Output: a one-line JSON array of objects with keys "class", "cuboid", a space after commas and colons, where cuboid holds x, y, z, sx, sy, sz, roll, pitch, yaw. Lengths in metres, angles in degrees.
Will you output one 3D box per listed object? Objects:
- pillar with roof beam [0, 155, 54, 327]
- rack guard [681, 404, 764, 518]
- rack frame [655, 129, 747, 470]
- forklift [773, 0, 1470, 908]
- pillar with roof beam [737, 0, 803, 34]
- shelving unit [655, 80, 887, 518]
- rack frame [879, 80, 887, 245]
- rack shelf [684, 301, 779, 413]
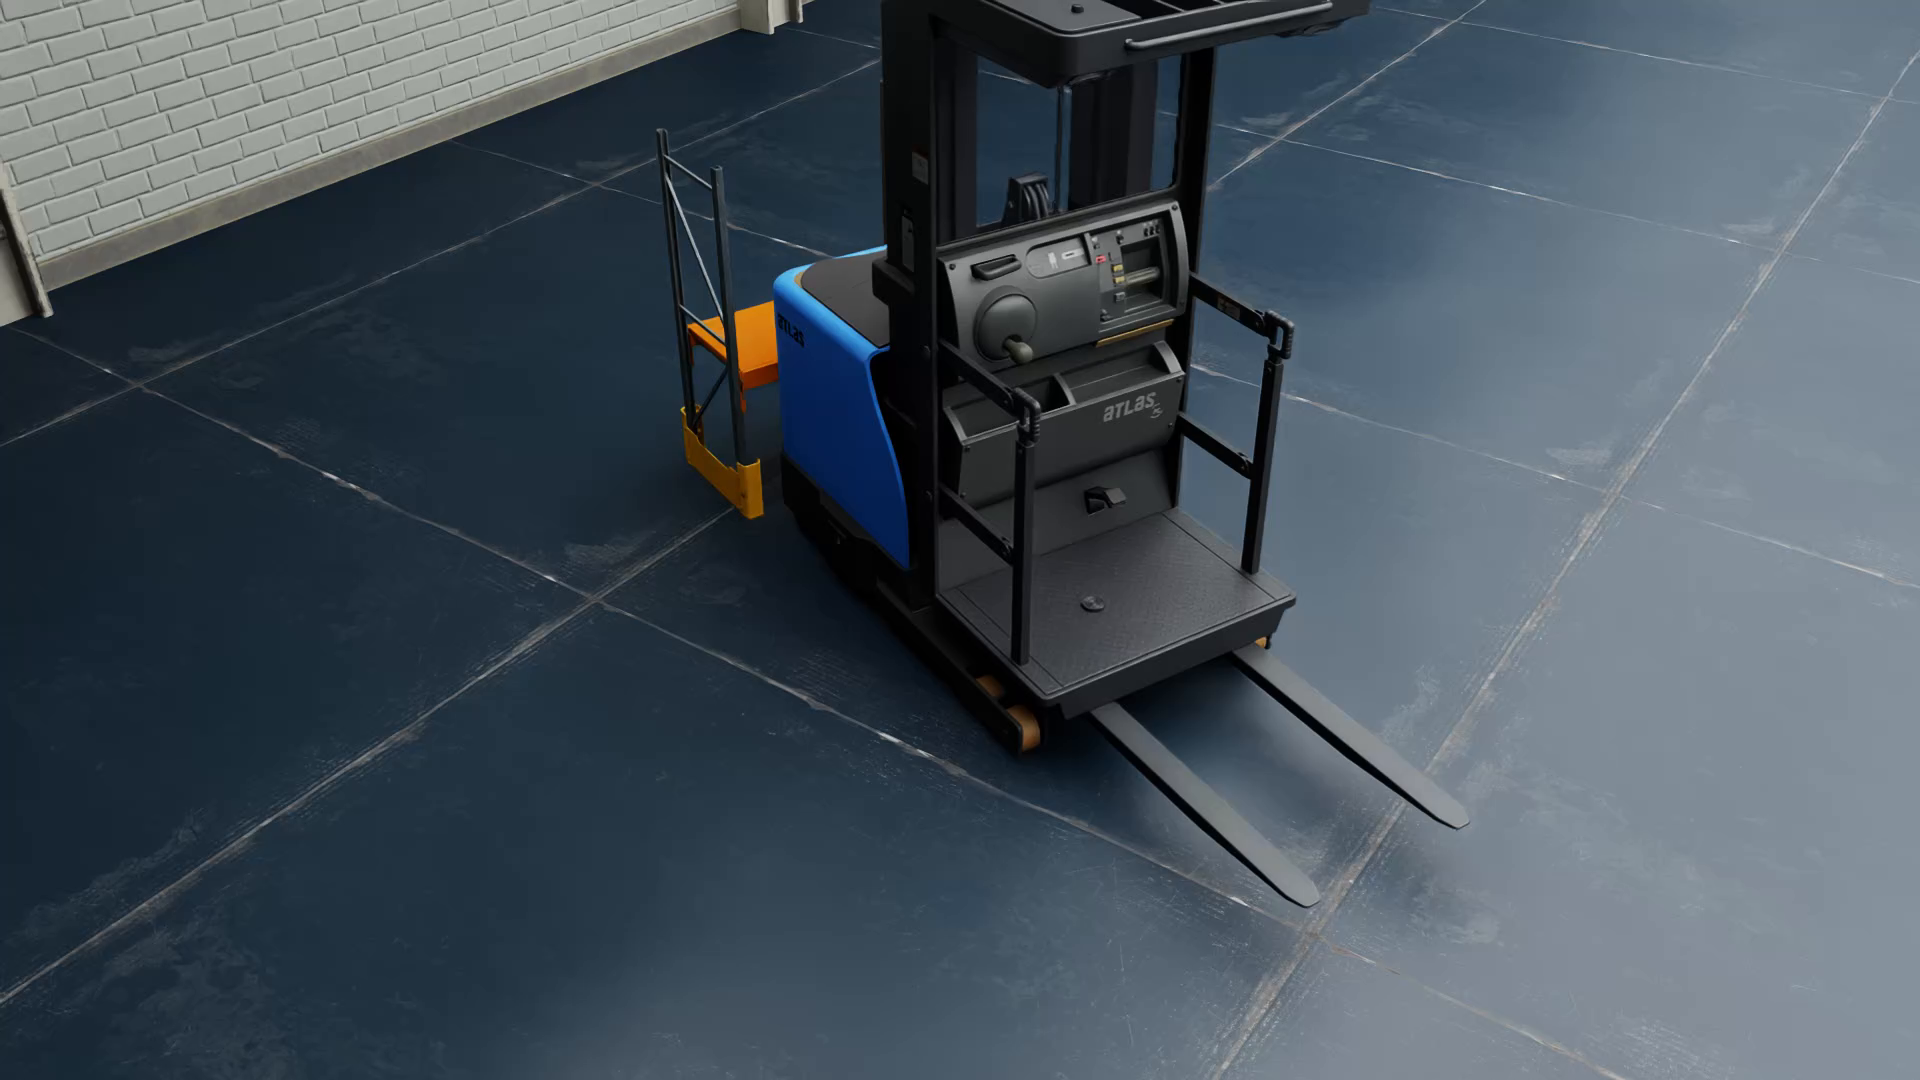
[{"class": "pillar with roof beam", "cuboid": [-1.302, -3.459, 3.831, 9.100, 9.000, 0.400, 21, 39, 28]}, {"class": "rack guard", "cuboid": [-1.006, -0.337, 7.025, 0.087, 0.250, 0.587, -21, 39, -28]}, {"class": "rack frame", "cuboid": [-1.022, -0.849, 6.666, 0.032, 1.500, 0.500, -21, 39, -28]}, {"class": "forklift", "cuboid": [0.476, -0.788, 5.299, 1.130, 2.935, 3.031, -19, 39, -26]}, {"class": "pillar with roof beam", "cuboid": [2.119, -6.220, 7.914, 9.100, 9.000, 0.400, 21, 39, 28]}, {"class": "shelving unit", "cuboid": [-0.594, -1.012, 6.908, 1.083, 1.500, 0.587, -21, 39, -28]}, {"class": "rack frame", "cuboid": [-0.182, -1.170, 7.141, 0.032, 1.500, 0.500, -21, 39, -28]}, {"class": "rack shelf", "cuboid": [-0.602, -0.860, 7.004, 1.000, 0.185, 0.538, -21, 39, -28]}]
